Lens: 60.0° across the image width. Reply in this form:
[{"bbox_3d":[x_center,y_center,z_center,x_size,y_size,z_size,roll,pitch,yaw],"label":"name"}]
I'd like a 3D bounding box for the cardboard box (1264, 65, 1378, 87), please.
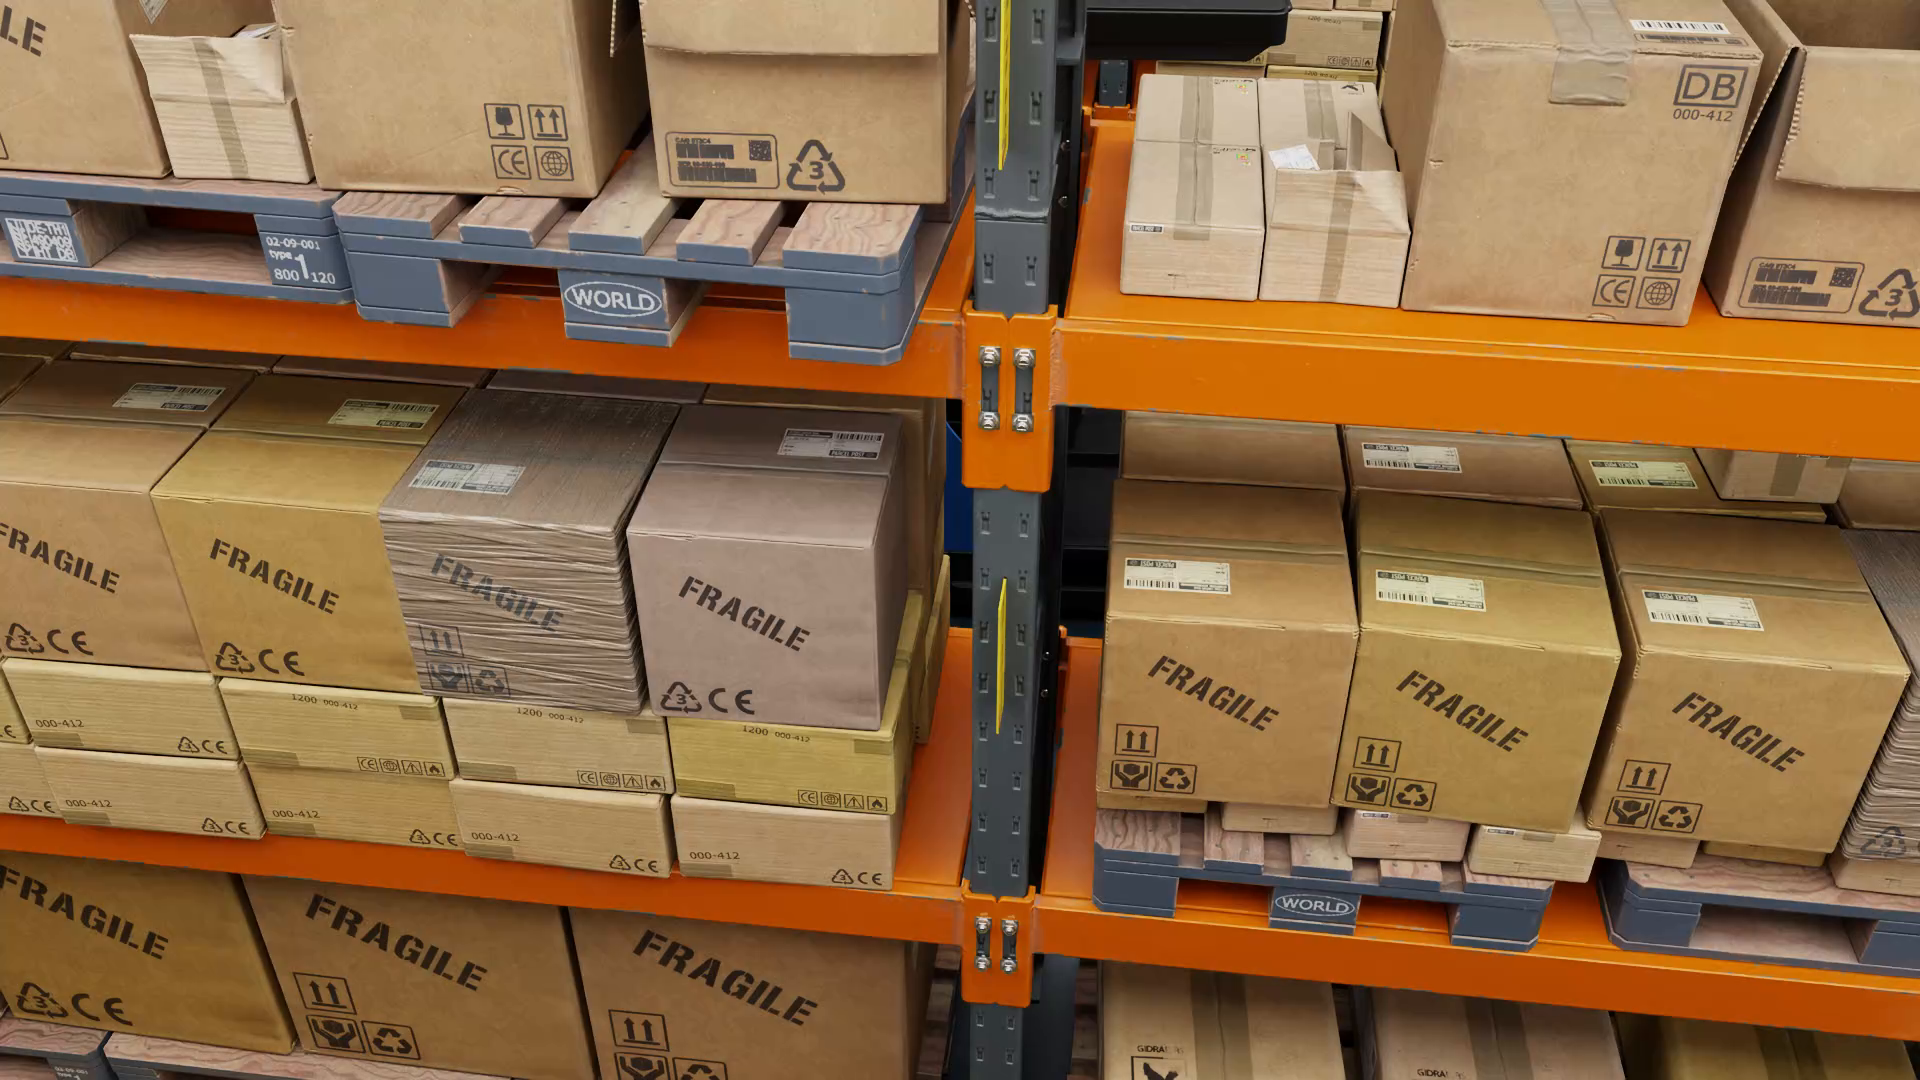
[{"bbox_3d":[1.686,-2.198,7.877,0.500,0.250,0.500,4,36,5],"label":"cardboard box"}]

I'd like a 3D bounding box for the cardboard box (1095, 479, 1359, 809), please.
[{"bbox_3d":[0.567,0.221,3.654,0.500,0.500,0.500,3,36,5],"label":"cardboard box"}]

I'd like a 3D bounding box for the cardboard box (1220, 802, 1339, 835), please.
[{"bbox_3d":[0.725,0.490,3.836,0.250,0.149,0.380,2,36,3],"label":"cardboard box"}]

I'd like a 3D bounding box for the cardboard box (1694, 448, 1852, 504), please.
[{"bbox_3d":[1.809,-0.251,3.757,0.250,0.149,0.380,3,36,4],"label":"cardboard box"}]

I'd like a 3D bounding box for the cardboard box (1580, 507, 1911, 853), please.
[{"bbox_3d":[1.612,0.291,3.556,0.500,0.500,0.500,5,36,7],"label":"cardboard box"}]

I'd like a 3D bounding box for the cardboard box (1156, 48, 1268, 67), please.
[{"bbox_3d":[1.185,-2.427,7.768,0.500,0.250,0.500,4,36,6],"label":"cardboard box"}]

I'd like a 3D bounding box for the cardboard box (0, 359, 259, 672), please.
[{"bbox_3d":[-1.899,-0.063,3.810,0.500,0.500,0.500,4,36,5],"label":"cardboard box"}]

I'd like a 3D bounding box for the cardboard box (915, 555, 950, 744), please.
[{"bbox_3d":[-0.303,0.267,4.423,0.500,0.250,0.500,4,36,5],"label":"cardboard box"}]

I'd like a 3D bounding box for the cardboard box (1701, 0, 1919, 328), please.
[{"bbox_3d":[1.667,-0.779,3.089,0.637,0.503,0.797,4,36,6],"label":"cardboard box"}]

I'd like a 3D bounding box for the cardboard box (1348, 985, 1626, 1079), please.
[{"bbox_3d":[1.442,1.383,4.630,0.625,0.372,0.950,4,36,5],"label":"cardboard box"}]

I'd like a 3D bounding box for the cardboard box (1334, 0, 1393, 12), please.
[{"bbox_3d":[1.841,-2.549,7.595,0.250,0.149,0.380,5,36,6],"label":"cardboard box"}]

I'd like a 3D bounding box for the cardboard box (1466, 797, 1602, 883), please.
[{"bbox_3d":[1.261,0.569,3.725,0.250,0.149,0.380,4,36,6],"label":"cardboard box"}]

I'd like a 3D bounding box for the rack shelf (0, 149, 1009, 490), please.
[{"bbox_3d":[-1.833,-0.689,3.670,4.000,0.370,1.077,4,36,6],"label":"rack shelf"}]

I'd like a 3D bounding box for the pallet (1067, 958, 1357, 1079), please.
[{"bbox_3d":[0.925,1.581,4.853,1.213,0.211,1.003,4,36,6],"label":"pallet"}]

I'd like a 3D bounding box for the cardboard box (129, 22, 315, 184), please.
[{"bbox_3d":[-1.260,-0.850,3.031,0.258,0.266,0.396,3,36,5],"label":"cardboard box"}]

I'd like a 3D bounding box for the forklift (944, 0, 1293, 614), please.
[{"bbox_3d":[0.622,-1.178,6.377,3.031,2.935,1.130,1,36,2],"label":"forklift"}]

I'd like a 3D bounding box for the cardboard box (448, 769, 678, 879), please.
[{"bbox_3d":[-0.893,0.532,4.052,0.500,0.250,0.500,5,36,7],"label":"cardboard box"}]

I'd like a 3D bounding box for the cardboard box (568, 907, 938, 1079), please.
[{"bbox_3d":[-0.524,0.982,4.759,0.875,0.875,0.875,4,36,6],"label":"cardboard box"}]

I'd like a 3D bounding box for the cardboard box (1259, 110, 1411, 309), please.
[{"bbox_3d":[0.694,-0.639,3.097,0.258,0.266,0.396,4,36,6],"label":"cardboard box"}]

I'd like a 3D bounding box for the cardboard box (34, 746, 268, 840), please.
[{"bbox_3d":[-1.900,0.464,4.147,0.500,0.250,0.500,4,36,5],"label":"cardboard box"}]

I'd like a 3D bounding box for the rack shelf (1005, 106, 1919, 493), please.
[{"bbox_3d":[2.134,-0.393,3.255,4.000,0.370,1.077,4,36,6],"label":"rack shelf"}]

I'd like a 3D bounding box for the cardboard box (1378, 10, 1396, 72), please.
[{"bbox_3d":[2.201,-2.355,7.666,0.500,0.250,0.500,3,36,5],"label":"cardboard box"}]

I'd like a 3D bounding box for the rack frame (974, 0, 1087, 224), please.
[{"bbox_3d":[0.150,-2.055,2.382,0.127,3.000,1.000,4,36,6],"label":"rack frame"}]

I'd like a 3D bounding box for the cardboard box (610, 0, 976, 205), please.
[{"bbox_3d":[-0.243,-0.988,3.019,0.637,0.503,0.797,2,36,3],"label":"cardboard box"}]

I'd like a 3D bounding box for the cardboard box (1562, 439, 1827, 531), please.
[{"bbox_3d":[1.651,-0.003,3.969,0.500,0.500,0.500,2,36,3],"label":"cardboard box"}]

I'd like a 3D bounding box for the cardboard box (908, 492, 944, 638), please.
[{"bbox_3d":[-0.321,0.065,4.276,0.500,0.250,0.500,4,36,6],"label":"cardboard box"}]

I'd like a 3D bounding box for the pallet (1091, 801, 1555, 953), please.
[{"bbox_3d":[0.871,0.457,4.193,1.003,0.211,1.213,4,36,6],"label":"pallet"}]

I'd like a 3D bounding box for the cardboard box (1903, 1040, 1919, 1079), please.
[{"bbox_3d":[2.884,1.493,4.476,0.625,0.372,0.950,6,36,9],"label":"cardboard box"}]

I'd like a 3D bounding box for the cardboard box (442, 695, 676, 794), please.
[{"bbox_3d":[-0.872,0.320,3.919,0.500,0.250,0.500,3,36,5],"label":"cardboard box"}]

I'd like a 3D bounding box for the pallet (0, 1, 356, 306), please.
[{"bbox_3d":[-1.605,-0.855,3.446,1.213,0.211,1.003,6,36,8],"label":"pallet"}]

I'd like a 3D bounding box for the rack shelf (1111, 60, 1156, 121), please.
[{"bbox_3d":[2.762,-2.032,8.135,4.000,0.370,1.077,4,36,6],"label":"rack shelf"}]

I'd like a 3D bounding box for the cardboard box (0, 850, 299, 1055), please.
[{"bbox_3d":[-2.295,0.847,4.948,0.875,0.875,0.875,5,36,7],"label":"cardboard box"}]

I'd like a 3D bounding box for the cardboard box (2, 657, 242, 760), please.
[{"bbox_3d":[-1.897,0.255,4.009,0.500,0.250,0.500,3,36,5],"label":"cardboard box"}]

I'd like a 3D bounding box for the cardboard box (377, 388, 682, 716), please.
[{"bbox_3d":[-0.906,0.019,3.695,0.500,0.500,0.500,5,36,7],"label":"cardboard box"}]

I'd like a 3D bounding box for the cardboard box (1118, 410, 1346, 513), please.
[{"bbox_3d":[0.637,-0.072,4.065,0.500,0.500,0.500,3,36,5],"label":"cardboard box"}]

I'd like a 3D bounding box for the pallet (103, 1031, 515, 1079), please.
[{"bbox_3d":[-1.829,1.329,5.206,1.213,0.211,1.003,4,36,6],"label":"pallet"}]

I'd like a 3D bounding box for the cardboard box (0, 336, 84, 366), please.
[{"bbox_3d":[-2.328,-0.385,4.261,0.500,0.500,0.500,5,36,7],"label":"cardboard box"}]

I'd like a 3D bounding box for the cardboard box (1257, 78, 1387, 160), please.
[{"bbox_3d":[0.737,-0.815,3.444,0.250,0.149,0.380,4,36,6],"label":"cardboard box"}]

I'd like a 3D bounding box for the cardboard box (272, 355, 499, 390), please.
[{"bbox_3d":[-1.312,-0.316,4.164,0.500,0.500,0.500,5,36,7],"label":"cardboard box"}]

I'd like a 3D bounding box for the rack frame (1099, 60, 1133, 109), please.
[{"bbox_3d":[0.779,-2.473,8.133,0.127,3.000,1.000,4,36,6],"label":"rack frame"}]

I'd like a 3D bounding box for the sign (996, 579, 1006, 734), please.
[{"bbox_3d":[0.083,0.236,3.340,0.005,0.325,0.100,4,36,6],"label":"sign"}]

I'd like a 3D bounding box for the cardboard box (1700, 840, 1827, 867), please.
[{"bbox_3d":[1.795,0.540,3.765,0.250,0.149,0.380,6,36,8],"label":"cardboard box"}]

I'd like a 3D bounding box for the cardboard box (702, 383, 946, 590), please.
[{"bbox_3d":[-0.308,-0.238,4.054,0.500,0.500,0.500,3,36,4],"label":"cardboard box"}]
